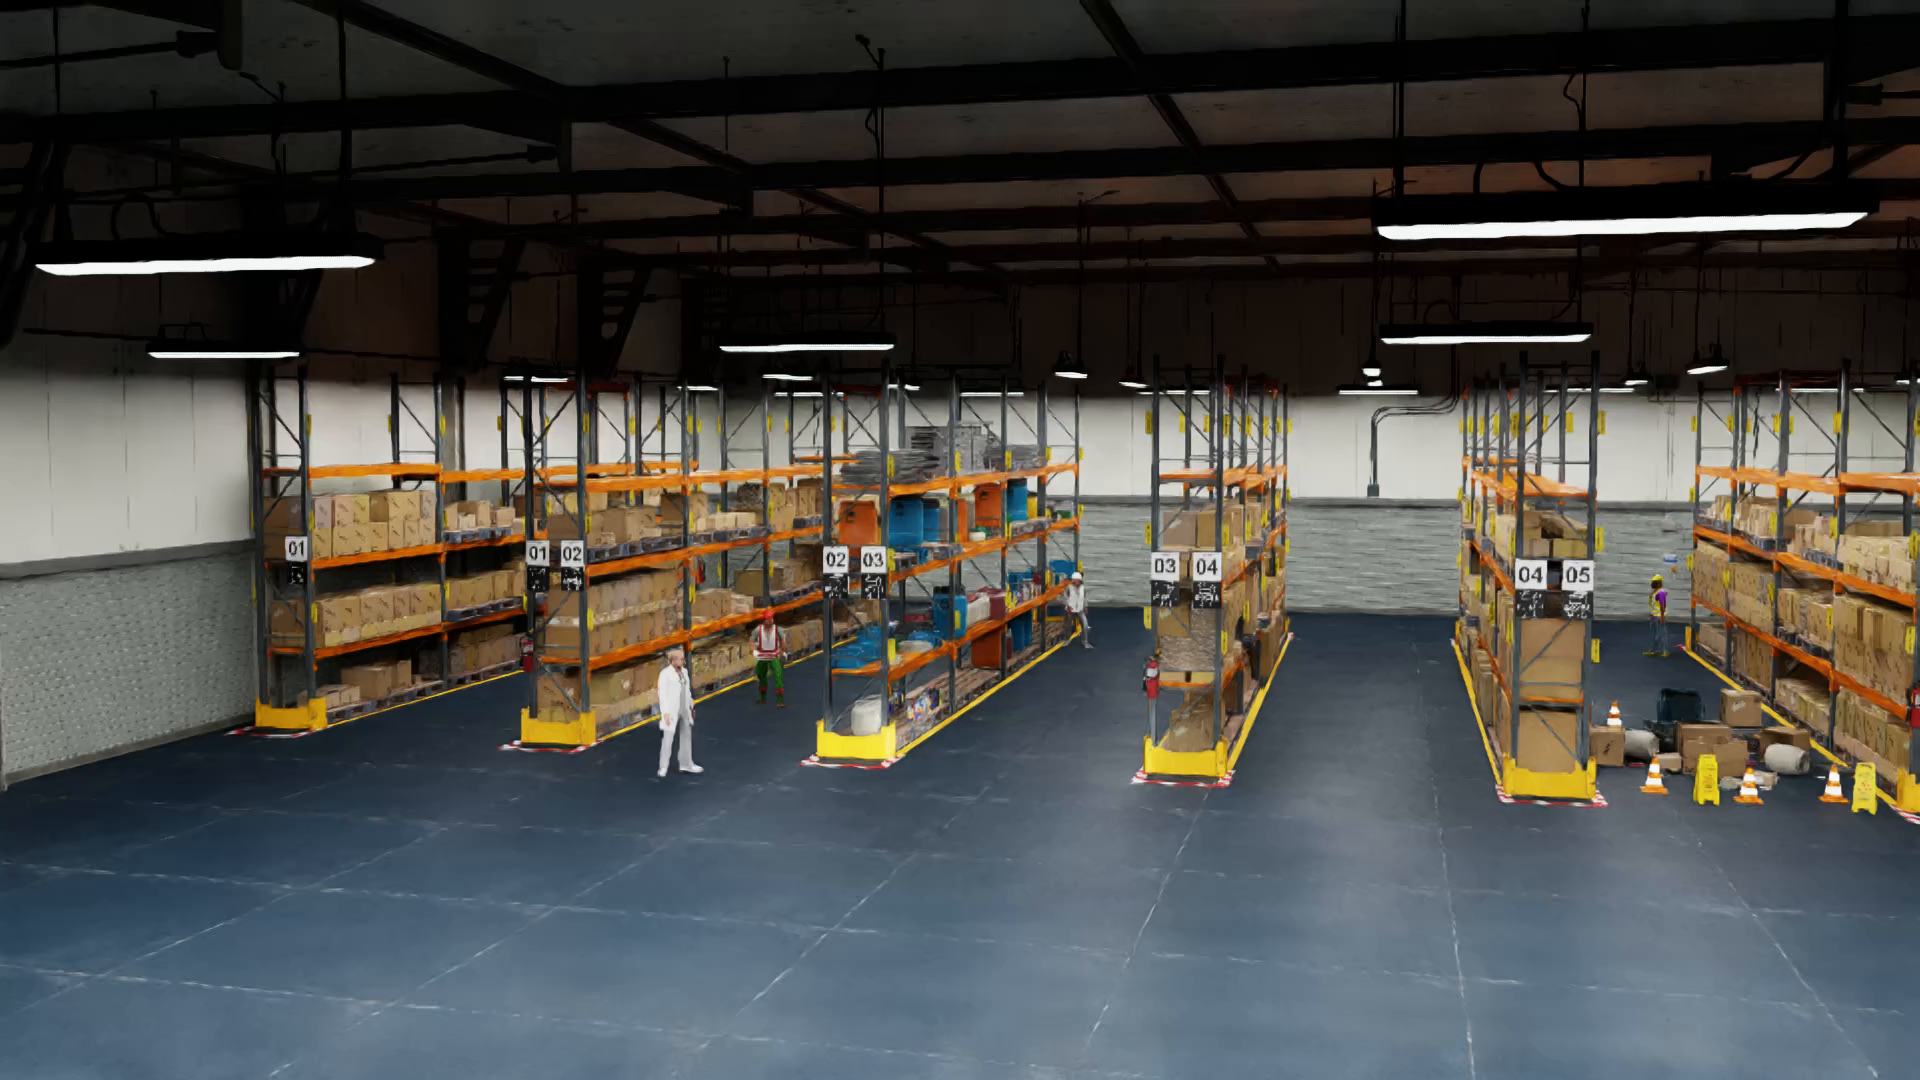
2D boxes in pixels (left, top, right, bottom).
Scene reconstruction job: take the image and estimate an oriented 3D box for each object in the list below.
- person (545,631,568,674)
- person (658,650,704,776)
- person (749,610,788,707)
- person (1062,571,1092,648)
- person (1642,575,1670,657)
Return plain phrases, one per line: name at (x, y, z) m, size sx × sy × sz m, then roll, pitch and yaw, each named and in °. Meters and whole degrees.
person at (-7.395, 2.077, 30.530) m, size 0.502 × 1.624 × 0.997 m, roll 1°, pitch 4°, yaw 13°
person at (-4.054, 2.456, 23.785) m, size 0.478 × 1.782 × 0.676 m, roll 3°, pitch 5°, yaw 38°
person at (-3.396, 2.093, 29.599) m, size 0.686 × 1.716 × 0.838 m, roll 0°, pitch 4°, yaw -2°
person at (2.580, 1.558, 37.343) m, size 0.649 × 1.725 × 0.745 m, roll -1°, pitch 4°, yaw -13°
person at (15.074, 1.635, 35.939) m, size 0.491 × 1.767 × 0.651 m, roll 1°, pitch 4°, yaw 8°
